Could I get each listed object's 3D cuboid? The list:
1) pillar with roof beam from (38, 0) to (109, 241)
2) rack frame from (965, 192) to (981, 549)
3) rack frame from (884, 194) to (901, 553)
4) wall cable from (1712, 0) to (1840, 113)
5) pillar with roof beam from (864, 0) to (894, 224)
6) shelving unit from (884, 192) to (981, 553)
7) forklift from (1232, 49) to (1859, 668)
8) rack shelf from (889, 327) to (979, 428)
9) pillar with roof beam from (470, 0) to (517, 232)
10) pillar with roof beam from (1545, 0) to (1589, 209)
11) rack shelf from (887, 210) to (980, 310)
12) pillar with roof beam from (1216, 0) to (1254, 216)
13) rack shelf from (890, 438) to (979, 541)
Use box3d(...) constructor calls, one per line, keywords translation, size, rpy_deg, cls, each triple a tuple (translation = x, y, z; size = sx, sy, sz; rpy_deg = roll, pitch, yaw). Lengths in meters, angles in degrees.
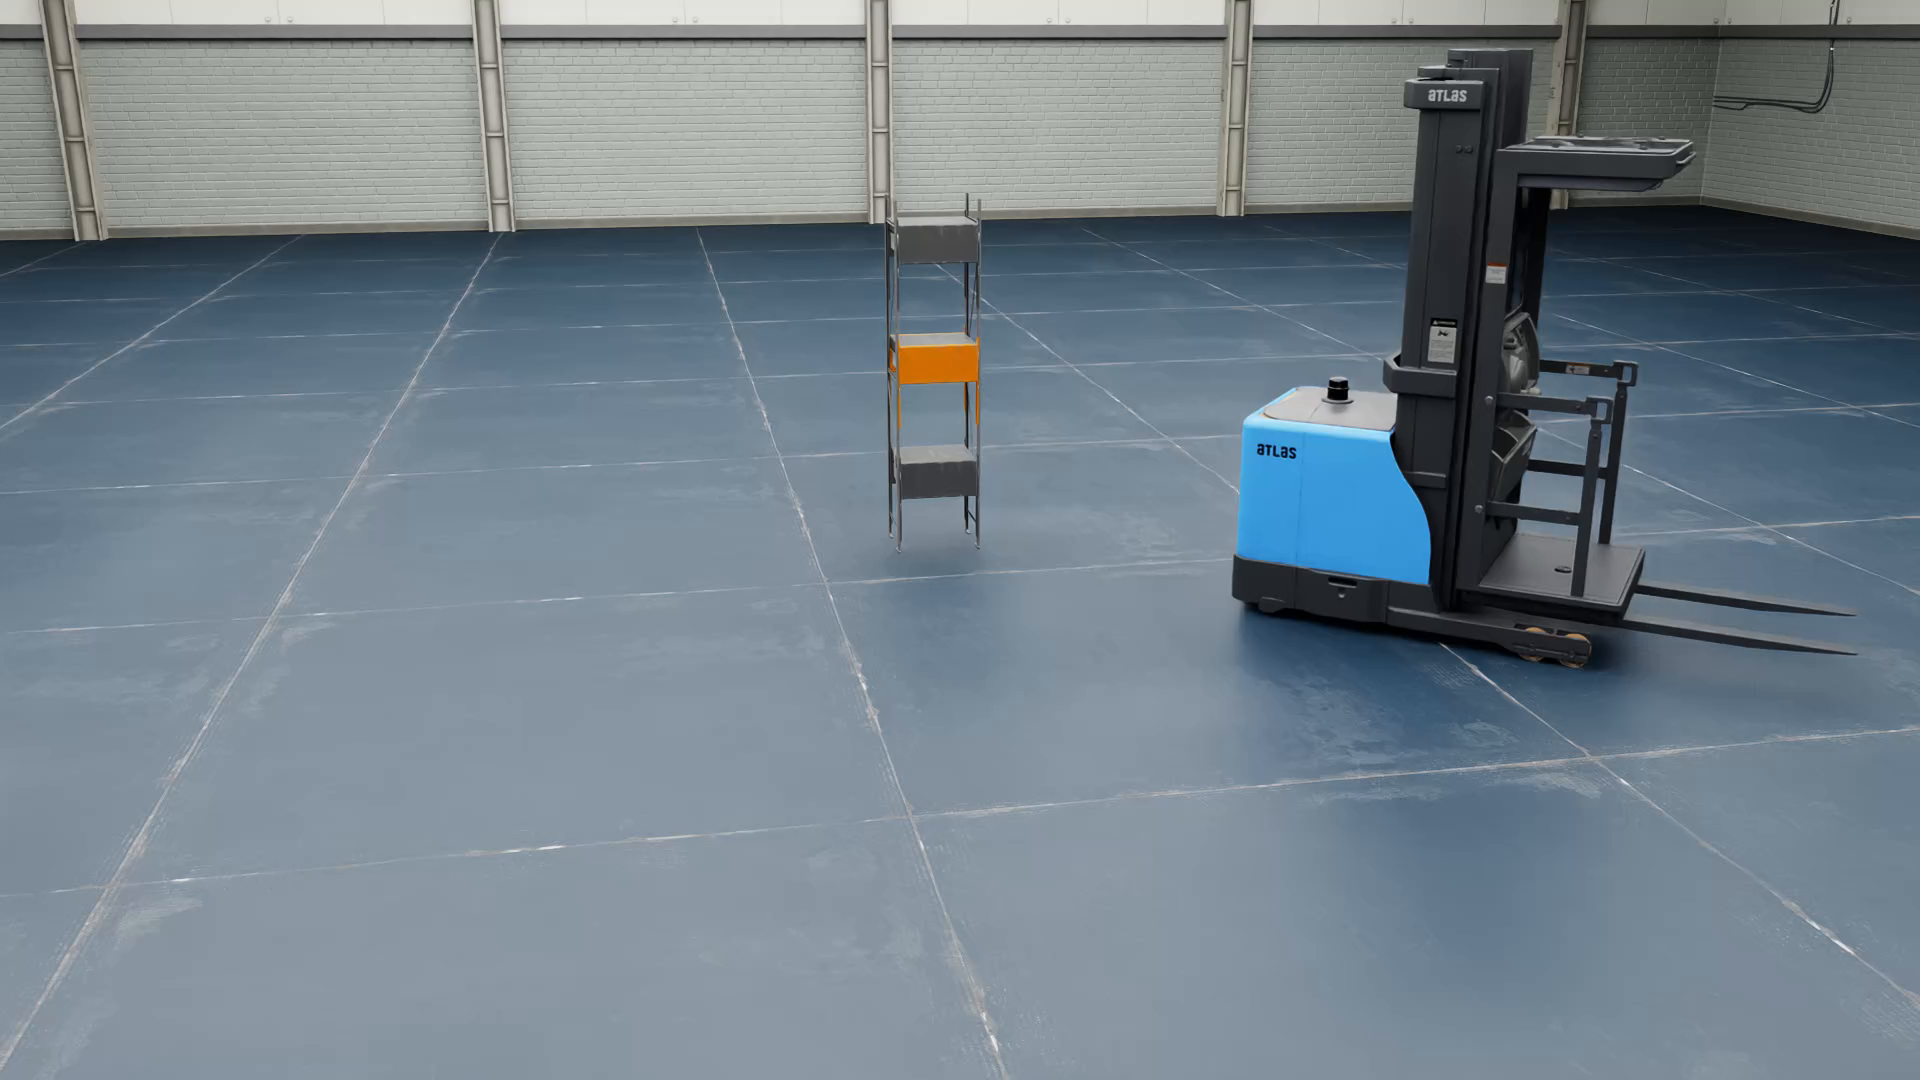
box3d(translation=(-12.262, -7.591, 19.701), size=(0.400, 9.000, 9.100), rpy_deg=(-3, 17, -10), cls="pillar with roof beam")
box3d(translation=(0.077, -1.008, 10.018), size=(0.015, 2.100, 0.400), rpy_deg=(-3, 17, -10), cls="rack frame")
box3d(translation=(-0.402, -0.981, 9.929), size=(0.015, 2.100, 0.400), rpy_deg=(-3, 17, -10), cls="rack frame")
box3d(translation=(13.629, -8.468, 27.843), size=(0.112, 2.526, 3.097), rpy_deg=(-3, 17, -10), cls="wall cable")
box3d(translation=(-0.480, -8.260, 21.877), size=(0.400, 9.000, 9.100), rpy_deg=(-3, 17, -10), cls="pillar with roof beam")
box3d(translation=(-0.163, -0.995, 9.974), size=(0.503, 2.100, 0.431), rpy_deg=(-3, 17, -10), cls="shelving unit")
box3d(translation=(3.032, -0.946, 8.398), size=(3.031, 2.935, 1.130), rpy_deg=(9, 19, 26), cls="forklift")
box3d(translation=(-0.163, -0.981, 9.978), size=(0.480, 0.518, 0.431), rpy_deg=(-3, 17, -10), cls="rack shelf")
box3d(translation=(-6.371, -7.926, 20.789), size=(0.400, 9.000, 9.100), rpy_deg=(-3, 17, -10), cls="pillar with roof beam")
box3d(translation=(11.302, -8.928, 24.053), size=(0.400, 9.000, 9.100), rpy_deg=(-3, 17, -10), cls="pillar with roof beam")
box3d(translation=(-0.163, -1.651, 9.772), size=(0.480, 0.518, 0.431), rpy_deg=(-3, 17, -10), cls="rack shelf")
box3d(translation=(5.411, -8.594, 22.965), size=(0.400, 9.000, 9.100), rpy_deg=(-3, 17, -10), cls="pillar with roof beam")
box3d(translation=(-0.163, -0.312, 10.183), size=(0.480, 0.518, 0.431), rpy_deg=(-3, 17, -10), cls="rack shelf")
